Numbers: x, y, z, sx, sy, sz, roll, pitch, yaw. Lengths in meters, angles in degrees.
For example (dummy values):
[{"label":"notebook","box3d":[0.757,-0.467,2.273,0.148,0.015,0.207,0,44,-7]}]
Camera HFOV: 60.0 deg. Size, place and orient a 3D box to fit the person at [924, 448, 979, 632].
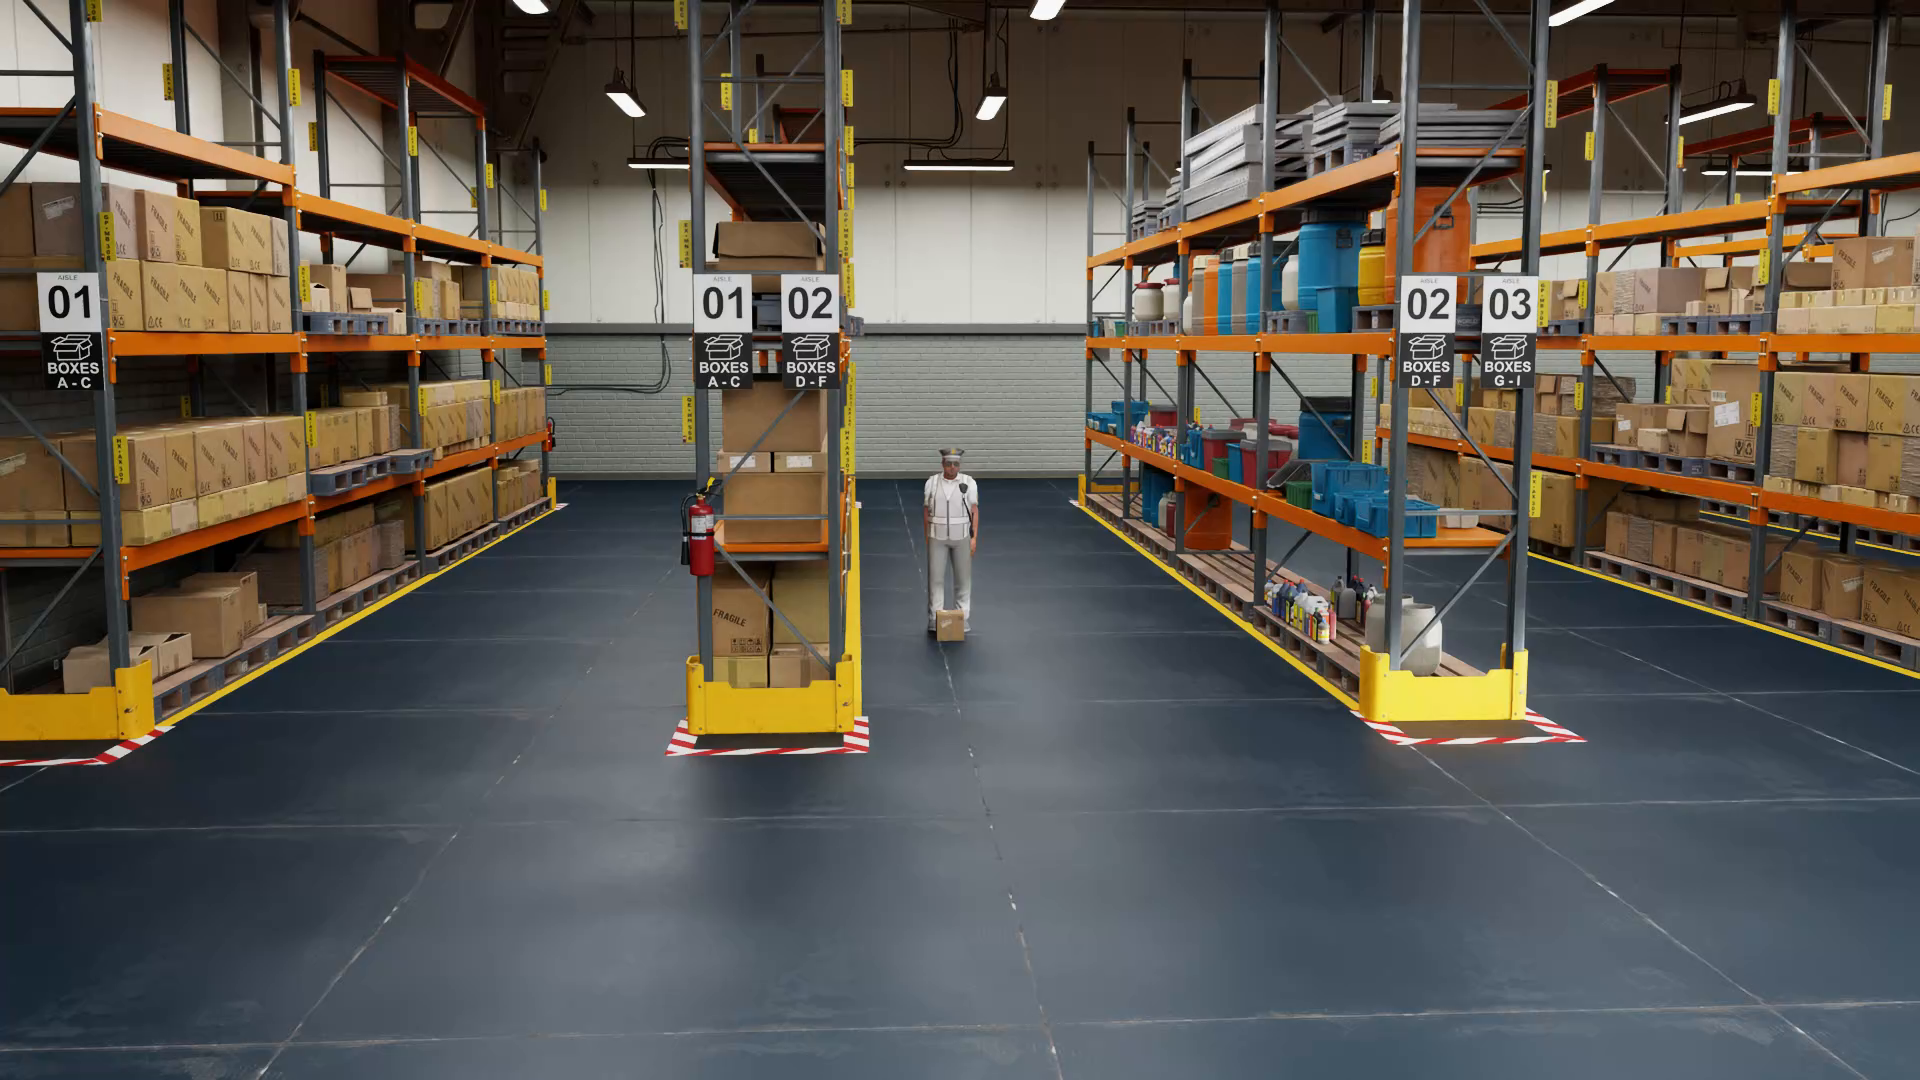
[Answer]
[{"label":"person","box3d":[-0.085,-0.006,15.812,0.527,1.748,0.393,0,7,1]}]
